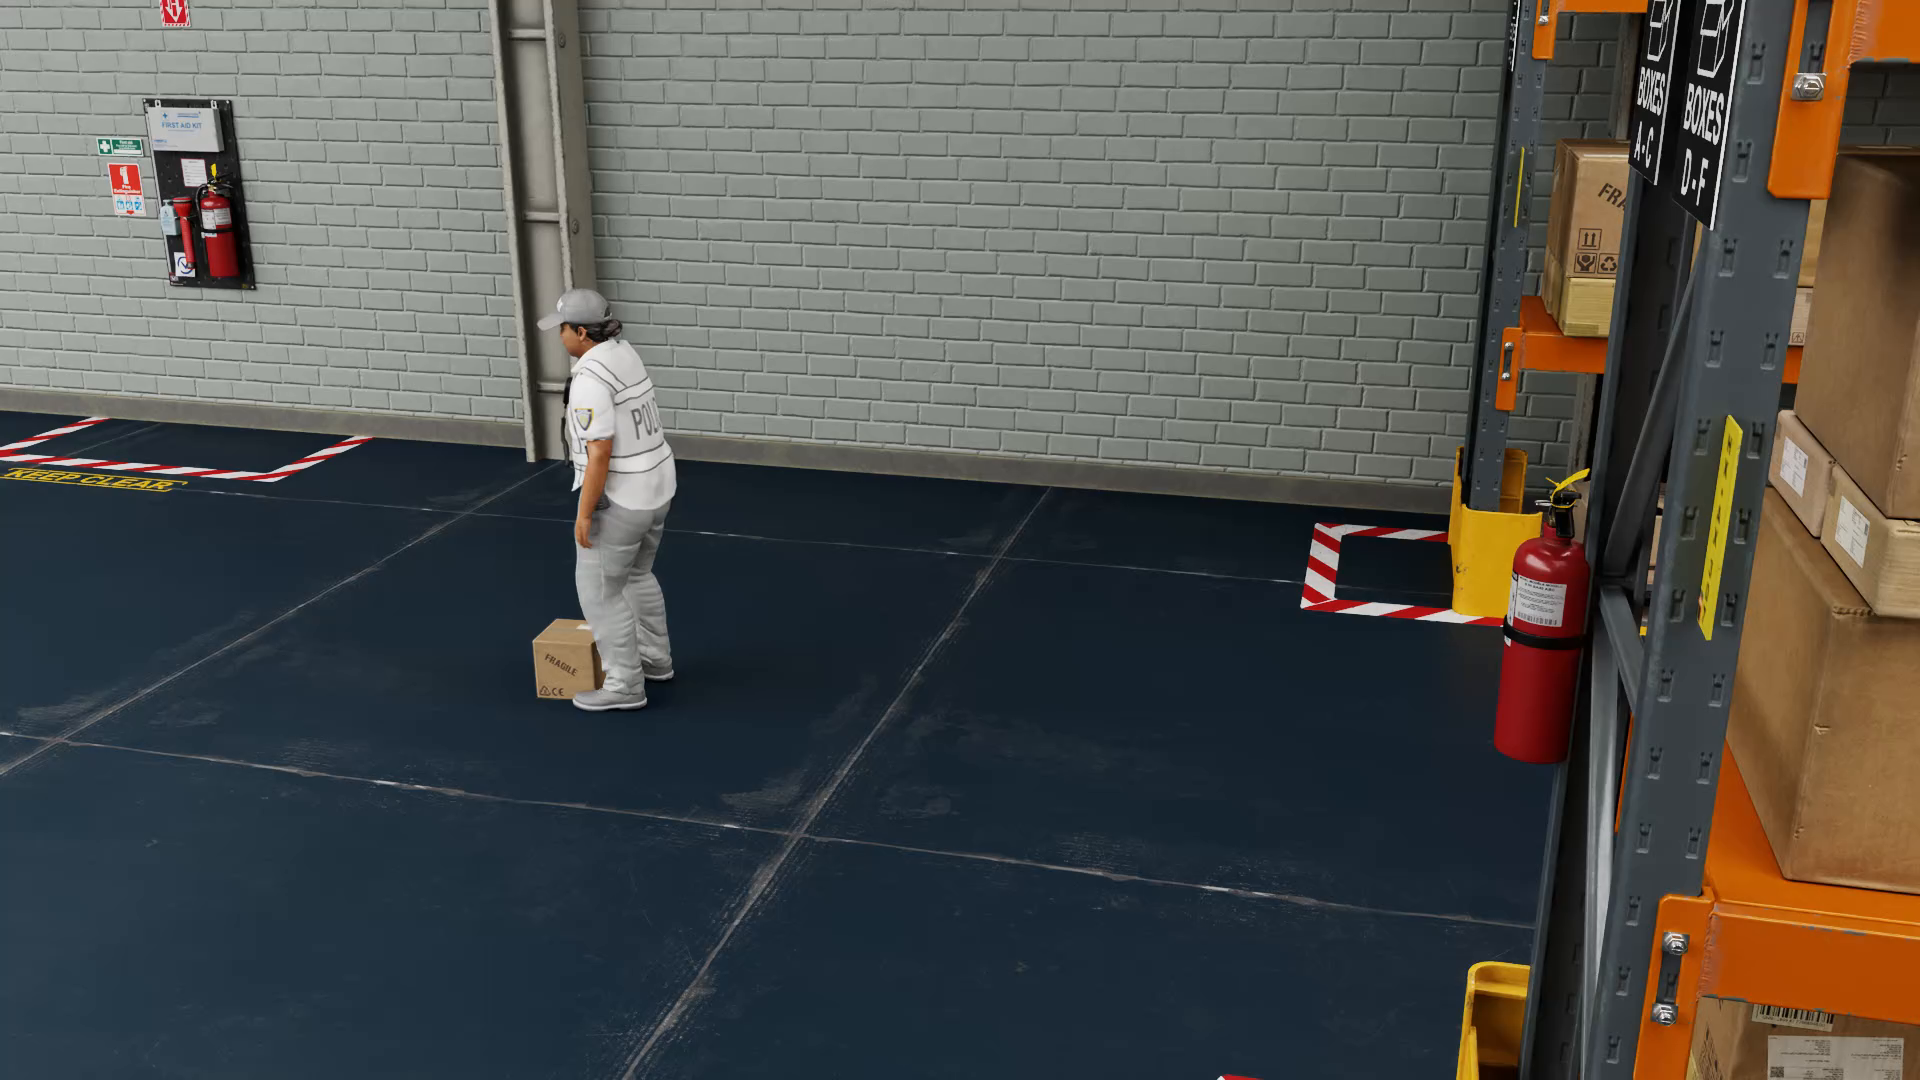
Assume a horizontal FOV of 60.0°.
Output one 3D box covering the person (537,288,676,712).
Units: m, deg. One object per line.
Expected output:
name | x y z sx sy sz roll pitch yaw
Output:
person | -1.364 -0.163 6.537 0.464 1.667 0.564 4 19 11
